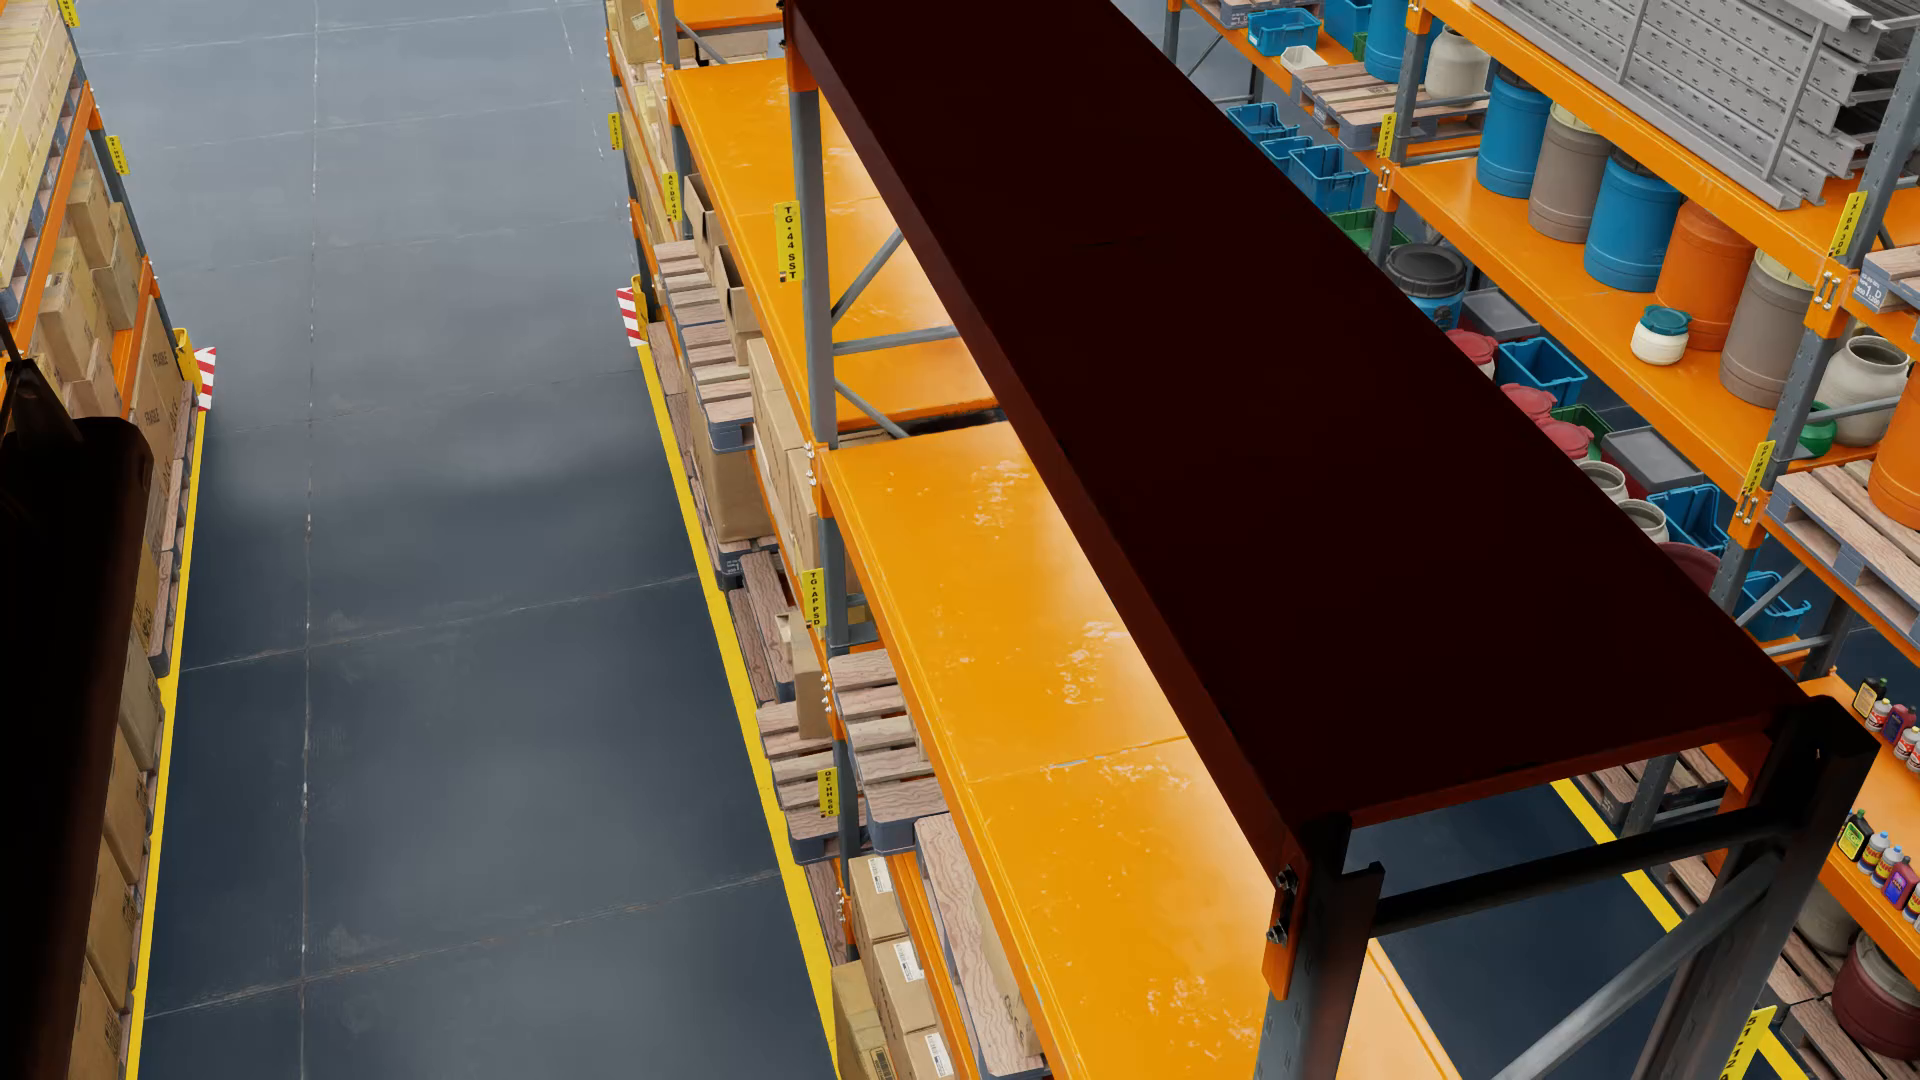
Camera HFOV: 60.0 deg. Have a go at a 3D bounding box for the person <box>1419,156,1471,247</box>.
[{"bbox_3d":[4.387,-3.127,15.328,0.375,1.794,0.576,-8,39,-10],"label":"person"}]
